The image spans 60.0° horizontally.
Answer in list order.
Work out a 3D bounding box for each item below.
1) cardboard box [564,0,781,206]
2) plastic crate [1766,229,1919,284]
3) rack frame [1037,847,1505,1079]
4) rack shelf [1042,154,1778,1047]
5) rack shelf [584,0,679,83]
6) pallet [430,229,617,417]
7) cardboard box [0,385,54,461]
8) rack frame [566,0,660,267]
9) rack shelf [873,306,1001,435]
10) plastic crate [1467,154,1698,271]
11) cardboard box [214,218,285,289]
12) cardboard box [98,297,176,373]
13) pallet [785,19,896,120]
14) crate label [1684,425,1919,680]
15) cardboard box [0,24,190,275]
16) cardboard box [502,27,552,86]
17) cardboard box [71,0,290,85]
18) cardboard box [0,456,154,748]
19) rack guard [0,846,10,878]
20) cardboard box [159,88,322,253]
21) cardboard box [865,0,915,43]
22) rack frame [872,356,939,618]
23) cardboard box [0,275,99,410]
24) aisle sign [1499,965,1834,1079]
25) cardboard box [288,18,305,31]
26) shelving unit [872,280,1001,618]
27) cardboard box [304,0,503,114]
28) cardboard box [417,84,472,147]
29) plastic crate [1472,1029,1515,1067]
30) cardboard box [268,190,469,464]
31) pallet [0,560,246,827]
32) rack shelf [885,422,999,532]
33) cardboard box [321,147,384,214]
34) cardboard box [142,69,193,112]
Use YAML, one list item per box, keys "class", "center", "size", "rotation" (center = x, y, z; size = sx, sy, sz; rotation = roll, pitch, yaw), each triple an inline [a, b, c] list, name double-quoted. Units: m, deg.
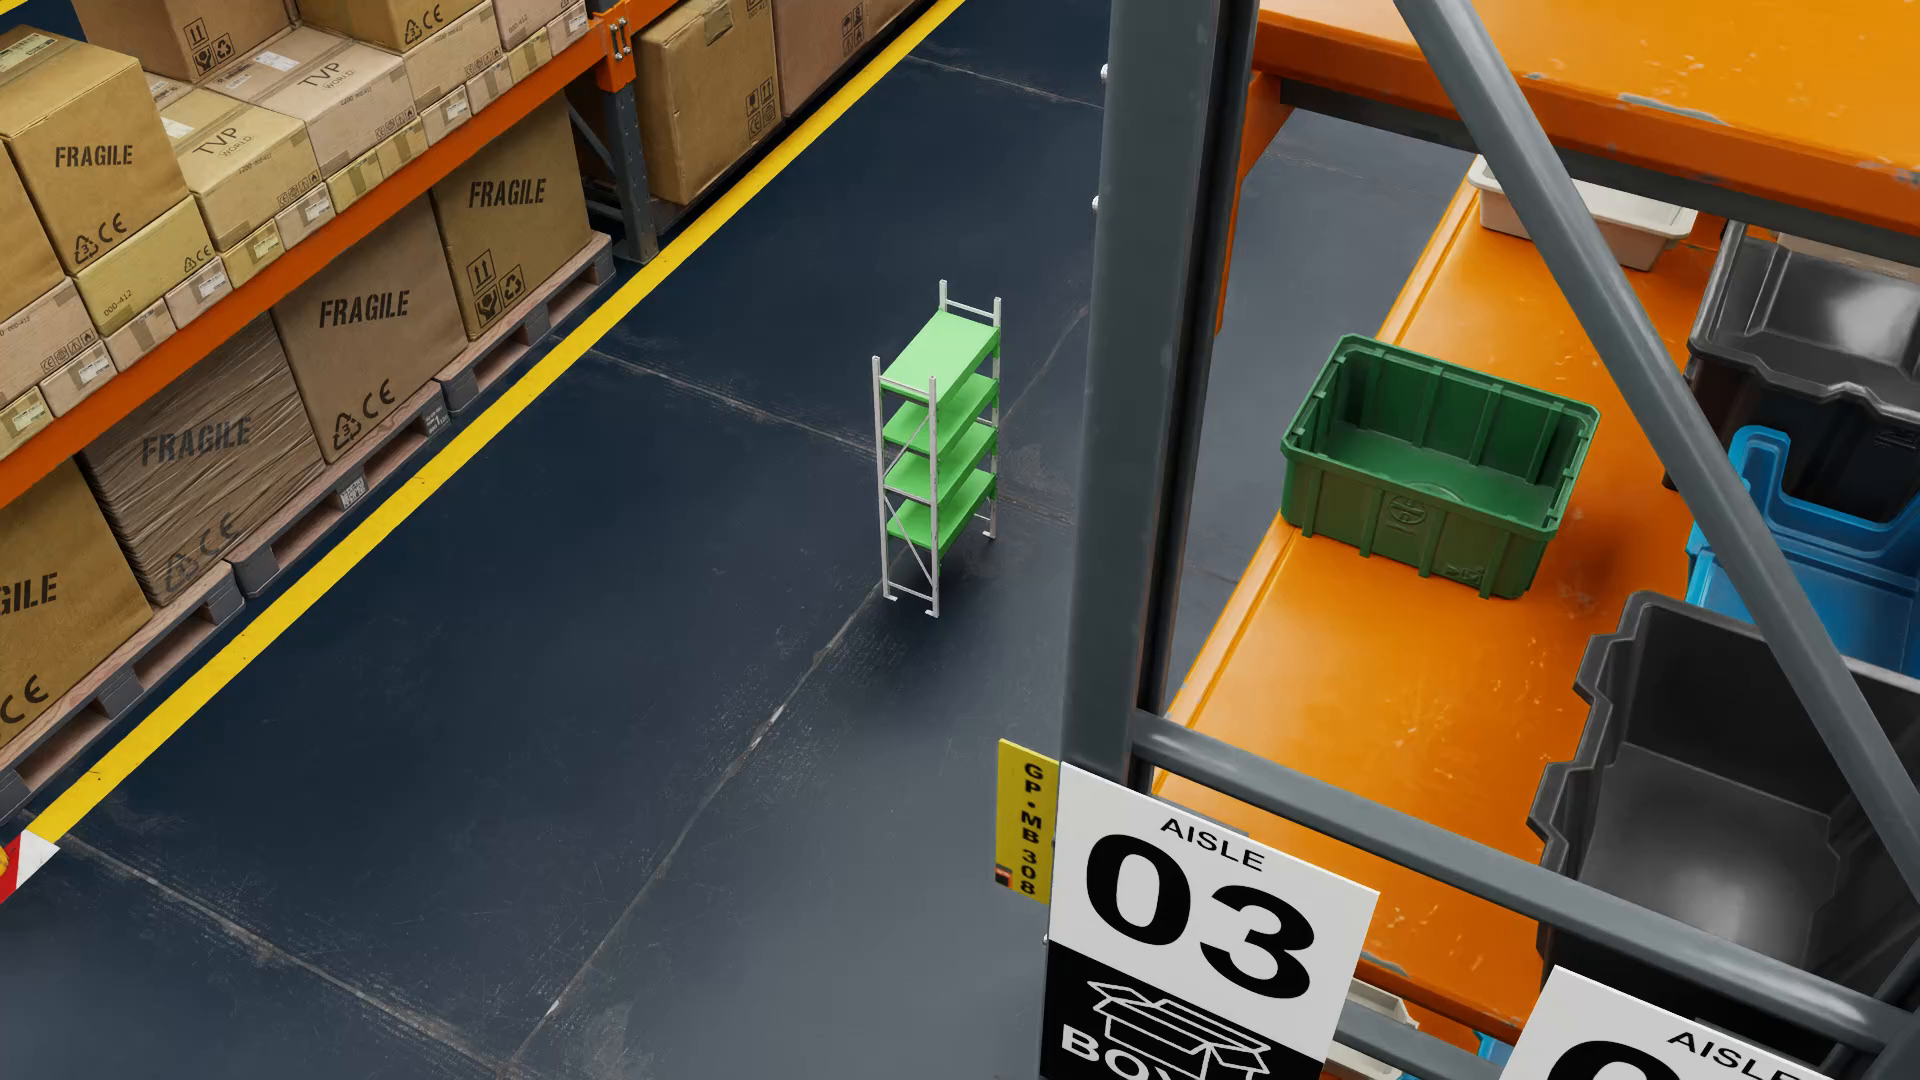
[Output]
- class: "cardboard box"
  center: [-1.661, -2.392, 8.203]
  size: [1.225, 0.875, 0.875]
  rotation: [21, 49, 19]
- class: "plastic crate"
  center: [1.892, -0.733, 3.340]
  size: [0.437, 0.282, 0.530]
  rotation: [20, 49, 19]
- class: "rack frame"
  center: [0.590, 1.574, 3.085]
  size: [1.000, 3.000, 0.127]
  rotation: [20, 49, 19]
- class: "rack shelf"
  center: [1.518, -0.487, 3.519]
  size: [1.077, 0.370, 4.000]
  rotation: [20, 49, 19]
- class: "rack shelf"
  center: [-1.012, -3.588, 8.693]
  size: [1.077, 0.370, 4.000]
  rotation: [20, 49, 19]
- class: "pallet"
  center: [-2.363, -1.148, 7.736]
  size: [1.003, 0.211, 1.213]
  rotation: [20, 49, 19]
- class: "cardboard box"
  center: [-3.104, -0.411, 5.224]
  size: [0.380, 0.149, 0.250]
  rotation: [19, 48, 18]
- class: "rack frame"
  center: [-1.941, -2.581, 7.192]
  size: [1.000, 3.000, 0.127]
  rotation: [20, 49, 19]
- class: "rack shelf"
  center: [-0.077, -0.610, 5.924]
  size: [0.258, 0.148, 0.480]
  rotation: [20, 49, 19]
- class: "plastic crate"
  center: [1.329, -0.771, 3.480]
  size: [0.437, 0.136, 0.530]
  rotation: [20, 49, 19]
- class: "cardboard box"
  center: [-2.627, -1.057, 5.862]
  size: [0.380, 0.149, 0.250]
  rotation: [19, 48, 18]
- class: "cardboard box"
  center: [-2.865, -0.735, 5.545]
  size: [0.380, 0.149, 0.250]
  rotation: [20, 49, 18]
- class: "pallet"
  center: [-1.084, -2.883, 9.451]
  size: [1.003, 0.211, 1.213]
  rotation: [20, 49, 19]
- class: "crate label"
  center: [1.304, 0.098, 2.540]
  size: [0.408, 0.251, 0.502]
  rotation: [20, 49, 19]
- class: "cardboard box"
  center: [-2.868, -1.233, 5.229]
  size: [0.500, 0.500, 0.500]
  rotation: [19, 48, 18]
- class: "cardboard box"
  center: [-1.911, -2.030, 6.824]
  size: [0.380, 0.149, 0.250]
  rotation: [21, 49, 20]
- class: "cardboard box"
  center: [-2.862, -2.042, 6.028]
  size: [0.500, 0.500, 0.500]
  rotation: [19, 48, 18]
- class: "cardboard box"
  center: [-3.571, 0.109, 5.732]
  size: [0.875, 0.875, 0.875]
  rotation: [20, 49, 19]
- class: "rack guard"
  center: [-3.809, 0.833, 5.576]
  size: [1.175, 0.500, 0.348]
  rotation: [20, 49, 19]
- class: "cardboard box"
  center: [-2.626, -1.302, 5.824]
  size: [0.500, 0.250, 0.500]
  rotation: [20, 49, 18]
- class: "cardboard box"
  center: [-0.843, -3.515, 9.313]
  size: [1.225, 0.875, 0.875]
  rotation: [21, 49, 19]
- class: "rack frame"
  center: [-0.190, -0.164, 6.068]
  size: [0.240, 1.200, 0.015]
  rotation: [20, 49, 19]
- class: "cardboard box"
  center: [-3.100, -0.656, 5.186]
  size: [0.500, 0.250, 0.500]
  rotation: [20, 49, 19]
- class: "aisle sign"
  center: [0.819, 0.804, 2.019]
  size: [0.394, 0.787, 0.004]
  rotation: [20, 49, 19]
- class: "cardboard box"
  center: [-2.626, -2.112, 6.624]
  size: [0.500, 0.250, 0.500]
  rotation: [20, 49, 19]
- class: "shelving unit"
  center: [-0.077, -0.317, 6.220]
  size: [0.258, 1.200, 0.503]
  rotation: [20, 49, 19]
- class: "cardboard box"
  center: [-2.151, -1.941, 6.456]
  size: [0.500, 0.250, 0.500]
  rotation: [22, 49, 20]
- class: "cardboard box"
  center: [-2.150, -1.707, 6.504]
  size: [0.380, 0.149, 0.250]
  rotation: [21, 49, 20]
- class: "plastic crate"
  center: [1.301, 1.150, 3.580]
  size: [0.416, 0.233, 0.300]
  rotation: [20, 49, 19]
- class: "cardboard box"
  center: [-2.736, -1.025, 6.853]
  size: [0.875, 0.875, 0.875]
  rotation: [20, 49, 19]
- class: "pallet"
  center: [-3.495, 0.390, 6.217]
  size: [1.003, 0.211, 1.213]
  rotation: [20, 49, 19]
- class: "rack shelf"
  center: [-0.077, -0.273, 6.266]
  size: [0.258, 0.148, 0.480]
  rotation: [20, 49, 19]
- class: "cardboard box"
  center: [-2.388, -1.383, 6.184]
  size: [0.380, 0.149, 0.250]
  rotation: [20, 49, 18]
- class: "cardboard box"
  center: [-3.097, -1.475, 5.995]
  size: [0.500, 0.250, 0.500]
  rotation: [21, 49, 19]
